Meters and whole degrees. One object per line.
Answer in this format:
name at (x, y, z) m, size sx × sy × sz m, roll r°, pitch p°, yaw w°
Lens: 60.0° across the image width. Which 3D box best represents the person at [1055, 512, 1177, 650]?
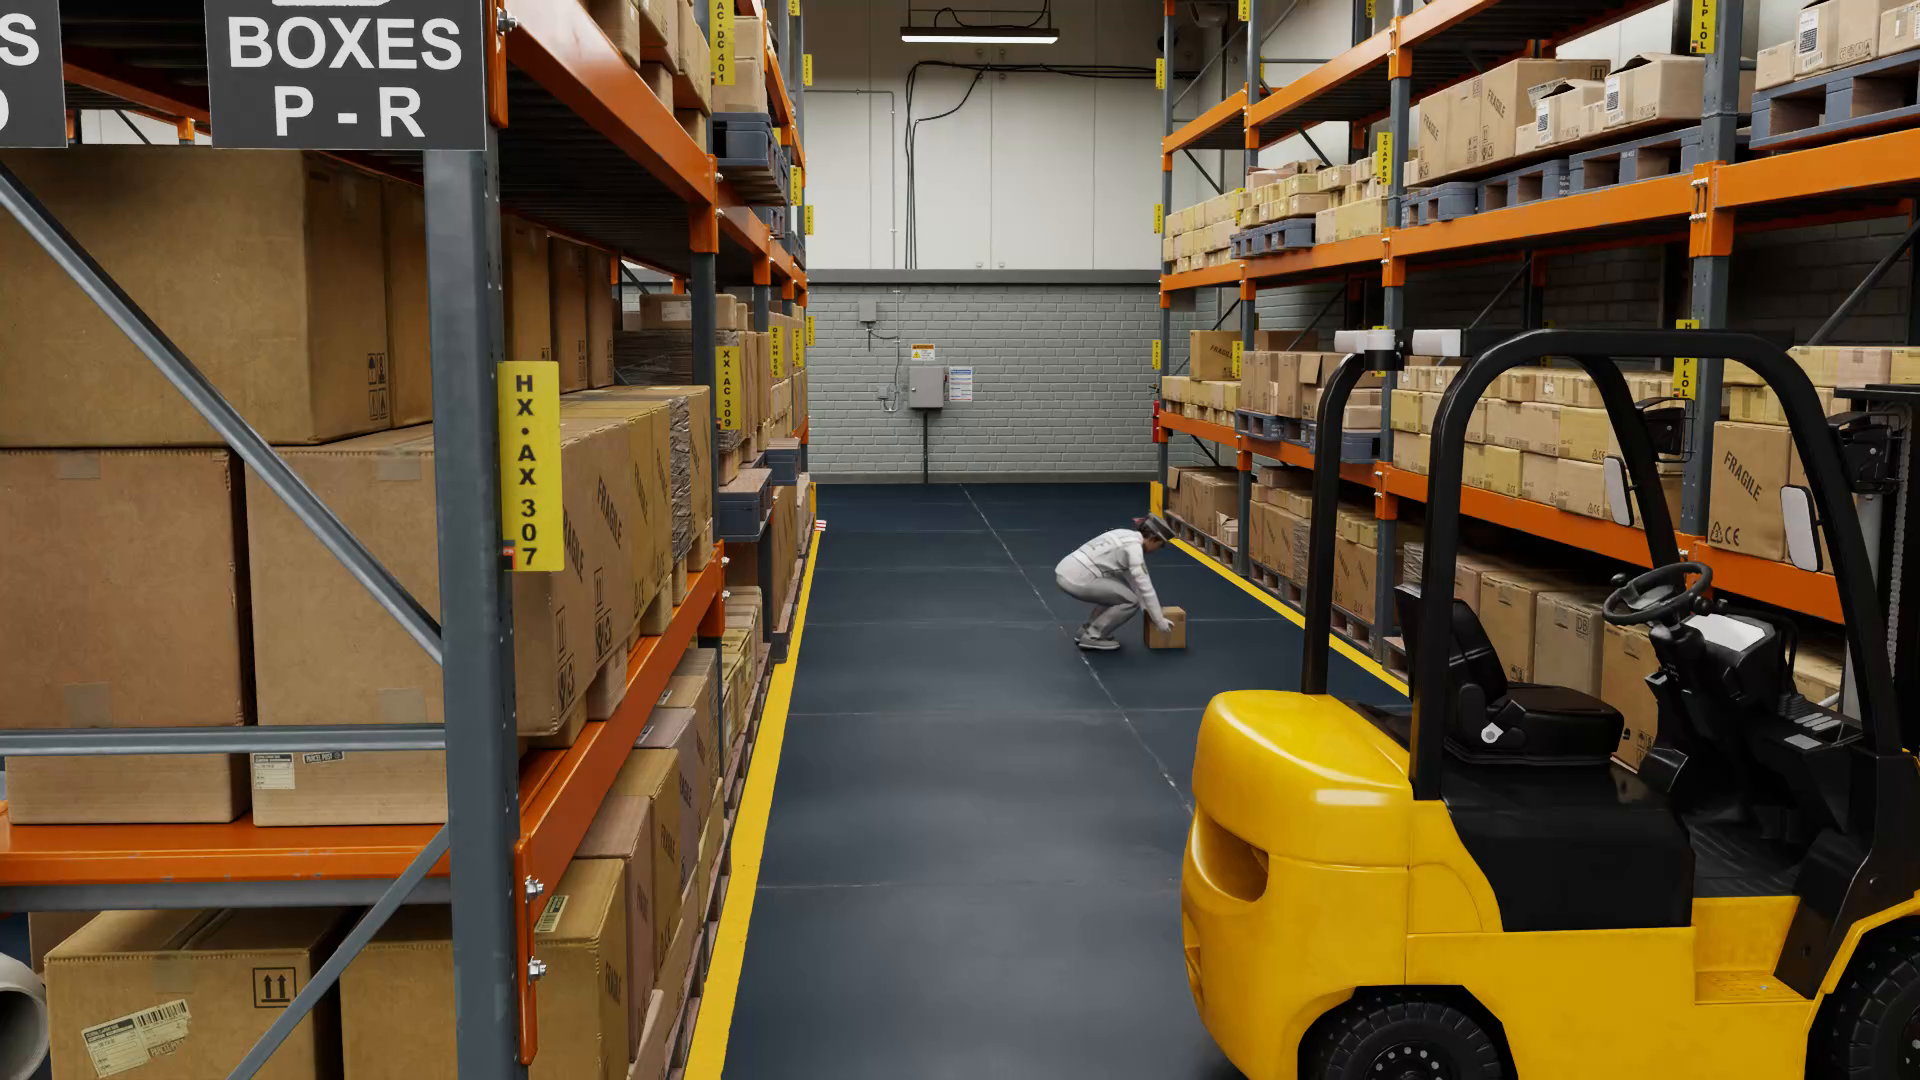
person at (1.085, 0.278, 11.536) m, size 0.853 × 0.928 × 0.490 m, roll 0°, pitch 7°, yaw -4°
